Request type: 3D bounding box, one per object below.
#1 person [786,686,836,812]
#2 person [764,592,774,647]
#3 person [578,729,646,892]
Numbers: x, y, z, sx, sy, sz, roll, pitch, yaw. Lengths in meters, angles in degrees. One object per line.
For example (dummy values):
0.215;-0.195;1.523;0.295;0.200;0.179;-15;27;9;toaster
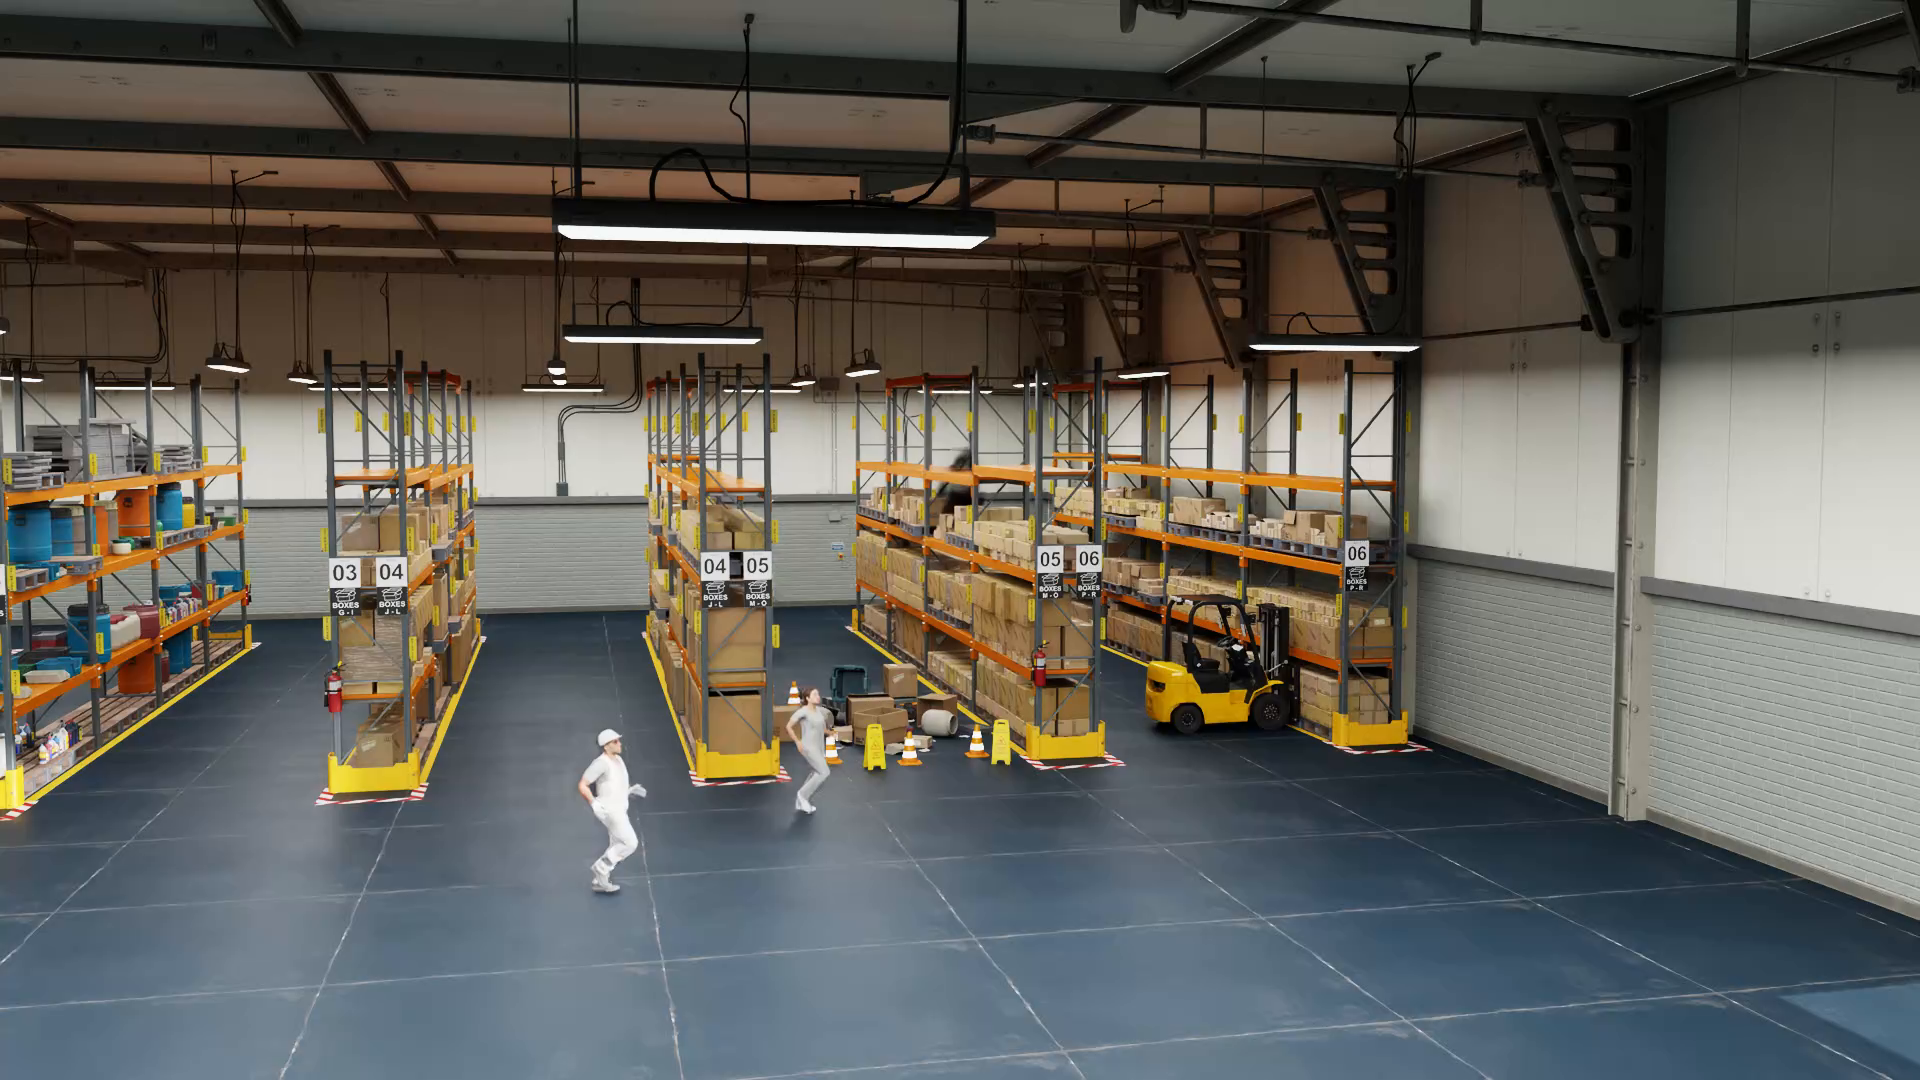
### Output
-1.863;2.688;21.293;0.618;1.633;0.548;2;5;28;person
-4.531;1.532;37.310;0.634;1.761;0.688;-2;4;-23;person
-3.648;2.885;17.693;0.607;1.742;0.644;1;4;10;person
